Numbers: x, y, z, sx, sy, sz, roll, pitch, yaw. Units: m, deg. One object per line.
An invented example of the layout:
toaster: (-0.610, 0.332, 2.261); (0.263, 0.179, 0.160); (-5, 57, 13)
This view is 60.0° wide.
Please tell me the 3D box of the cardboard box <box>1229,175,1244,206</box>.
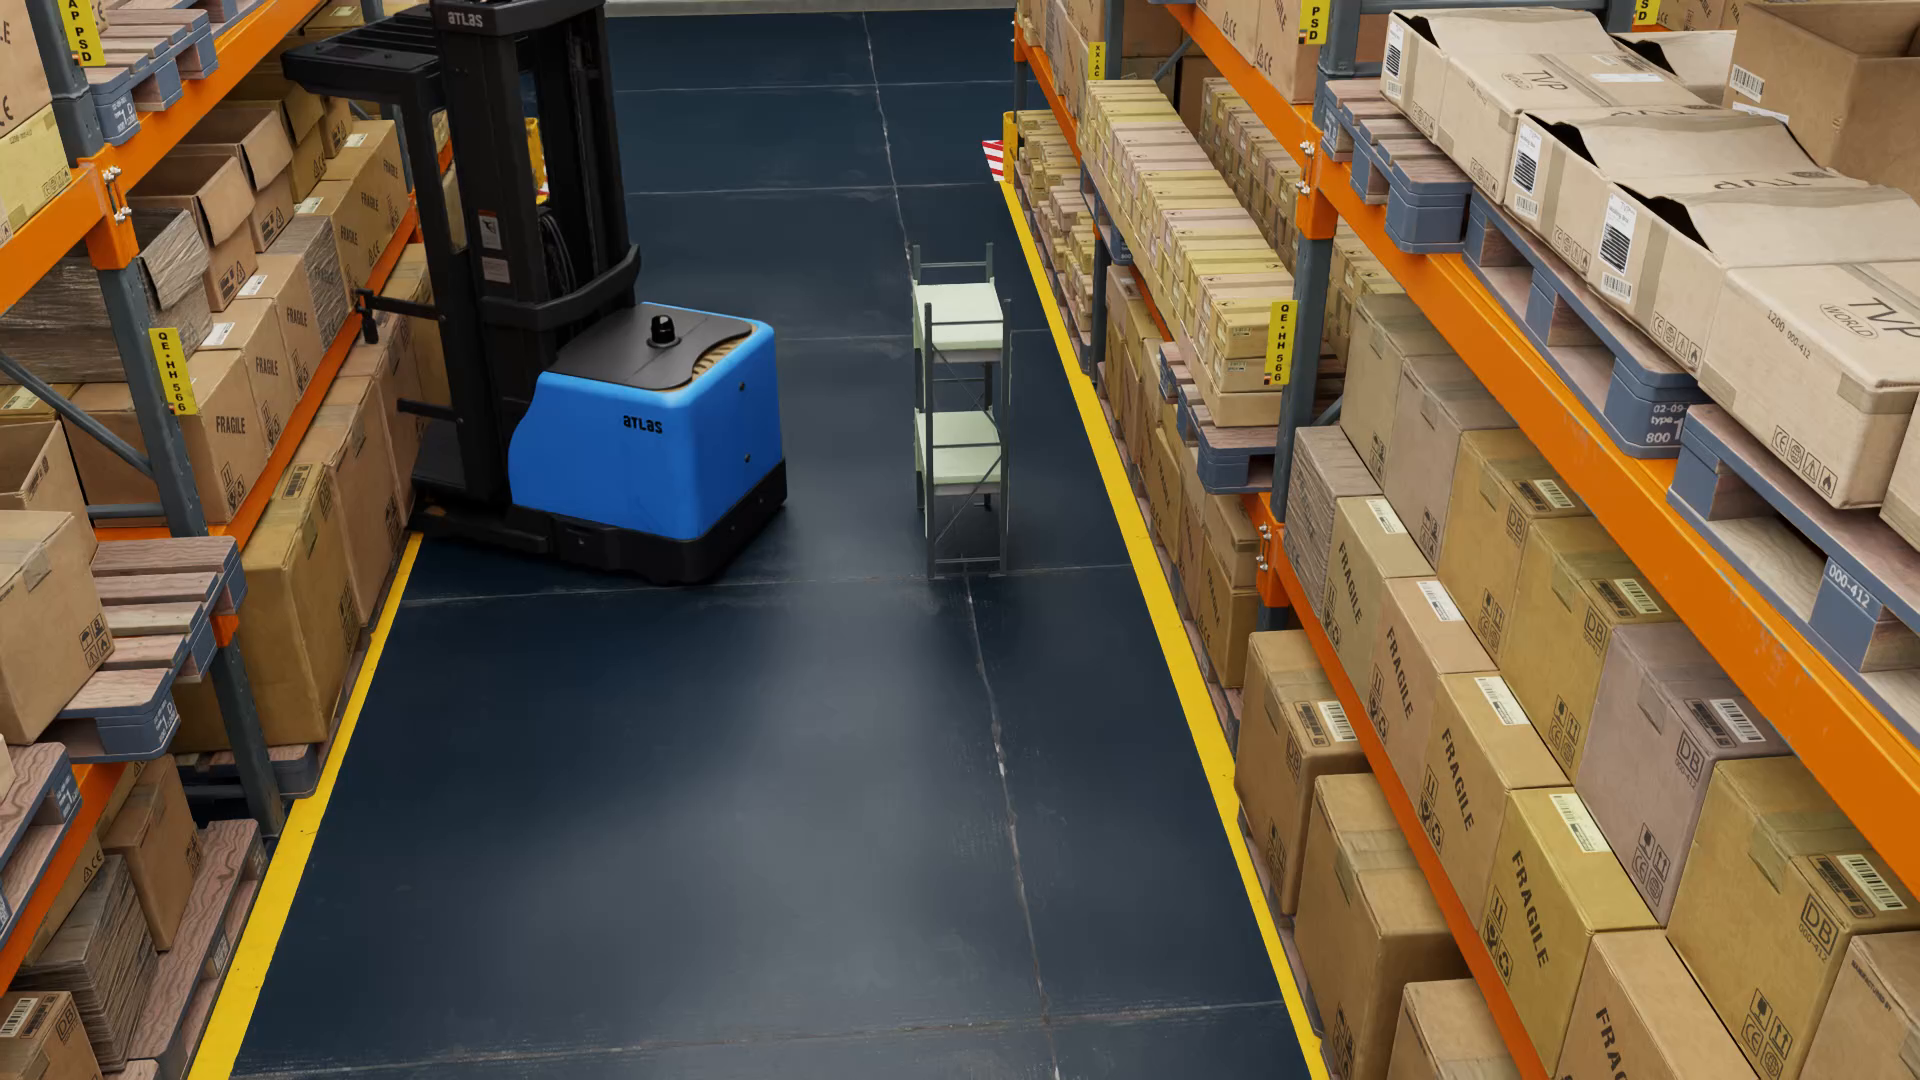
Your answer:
cardboard box: (1.619, -1.805, 8.683); (0.380, 0.149, 0.250); (-4, 31, -7)

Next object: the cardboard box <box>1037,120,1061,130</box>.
cardboard box: (0.798, -3.149, 12.888); (0.380, 0.149, 0.250); (-2, 31, -4)

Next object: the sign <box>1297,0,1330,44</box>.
sign: (1.149, -1.757, 5.337); (0.100, 0.325, 0.005); (-3, 31, -5)

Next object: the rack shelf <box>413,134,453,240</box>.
rack shelf: (-3.819, -2.840, 11.282); (1.077, 0.370, 4.000); (-3, 31, -5)

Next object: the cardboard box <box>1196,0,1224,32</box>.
cardboard box: (1.281, -2.392, 6.807); (0.500, 0.500, 0.500); (-3, 31, -5)

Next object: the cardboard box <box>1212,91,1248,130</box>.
cardboard box: (1.574, -2.309, 8.946); (0.380, 0.149, 0.250); (-4, 31, -6)

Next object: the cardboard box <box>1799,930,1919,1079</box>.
cardboard box: (2.011, 1.045, 3.003); (0.700, 0.500, 0.500); (-3, 31, -5)

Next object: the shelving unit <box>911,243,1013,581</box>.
shelving unit: (0.001, -0.640, 8.360); (0.431, 1.500, 0.755); (-3, 31, -5)

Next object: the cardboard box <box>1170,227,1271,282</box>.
cardboard box: (1.113, -1.226, 7.133); (0.380, 0.149, 0.250); (-2, 31, -3)

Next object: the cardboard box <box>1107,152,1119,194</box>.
cardboard box: (0.970, -1.894, 8.542); (0.380, 0.149, 0.250); (-4, 31, -7)

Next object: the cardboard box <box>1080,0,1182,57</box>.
cardboard box: (1.003, -3.141, 9.721); (0.500, 0.500, 0.500); (-4, 31, -6)

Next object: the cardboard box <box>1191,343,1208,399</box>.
cardboard box: (1.164, -0.701, 6.834); (0.380, 0.149, 0.250); (-3, 31, -5)

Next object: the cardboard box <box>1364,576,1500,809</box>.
cardboard box: (1.560, 0.444, 4.984); (0.500, 0.500, 0.500); (-3, 31, -5)

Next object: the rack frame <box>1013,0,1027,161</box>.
rack frame: (0.942, -4.356, 13.118); (1.000, 3.000, 0.127); (-3, 31, -5)

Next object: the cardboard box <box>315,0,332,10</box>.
cardboard box: (-3.984, -2.991, 9.958); (0.500, 0.500, 0.500); (-2, 31, -4)

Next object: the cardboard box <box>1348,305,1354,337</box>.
cardboard box: (1.817, -0.867, 6.822); (0.380, 0.149, 0.250); (-1, 31, -2)

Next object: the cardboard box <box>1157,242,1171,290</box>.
cardboard box: (1.092, -1.228, 7.426); (0.380, 0.149, 0.250); (-3, 31, -5)

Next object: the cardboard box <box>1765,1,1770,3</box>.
cardboard box: (5.822, -3.389, 11.401); (0.500, 0.500, 0.500); (-3, 31, -5)

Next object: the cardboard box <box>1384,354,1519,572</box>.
cardboard box: (1.770, -0.256, 5.181); (0.700, 0.500, 0.500); (-3, 31, -5)

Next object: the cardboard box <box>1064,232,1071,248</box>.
cardboard box: (0.921, -2.079, 11.386); (0.380, 0.149, 0.250); (-2, 31, -3)

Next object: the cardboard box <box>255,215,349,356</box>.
cardboard box: (-3.179, -1.170, 7.686); (0.500, 0.500, 0.500); (-3, 31, -4)

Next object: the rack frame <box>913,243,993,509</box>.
rack frame: (-0.034, -0.827, 8.673); (0.400, 1.500, 0.023); (-3, 31, -5)

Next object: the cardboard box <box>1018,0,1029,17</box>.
cardboard box: (0.709, -4.285, 12.610); (0.500, 0.500, 0.500); (-1, 31, -2)

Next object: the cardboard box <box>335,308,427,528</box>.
cardboard box: (-3.468, -0.614, 8.516); (1.225, 0.875, 0.875); (-4, 31, -6)

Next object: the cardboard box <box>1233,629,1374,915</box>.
cardboard box: (1.657, 0.829, 6.222); (1.050, 0.750, 0.750); (-3, 31, -5)

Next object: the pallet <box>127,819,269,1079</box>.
pallet: (-3.187, 1.510, 6.016); (1.003, 0.211, 1.213); (-3, 31, -5)

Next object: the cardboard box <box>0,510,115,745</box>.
cardboard box: (-3.016, 0.245, 4.908); (0.700, 0.500, 0.500); (2, 31, 3)

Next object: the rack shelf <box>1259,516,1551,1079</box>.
rack shelf: (1.876, 1.058, 4.755); (1.077, 0.370, 4.000); (-3, 31, -5)

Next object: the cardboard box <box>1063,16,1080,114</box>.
cardboard box: (0.942, -2.983, 10.432); (0.500, 0.500, 0.500); (-4, 31, -6)

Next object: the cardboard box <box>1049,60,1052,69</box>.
cardboard box: (0.839, -3.407, 11.773); (0.380, 0.149, 0.250); (-3, 31, -6)

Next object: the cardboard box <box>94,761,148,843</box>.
cardboard box: (-3.166, 0.817, 5.734); (0.500, 0.250, 0.500); (-2, 31, -3)

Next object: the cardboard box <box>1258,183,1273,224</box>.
cardboard box: (1.676, -1.648, 8.129); (0.380, 0.149, 0.250); (-3, 31, -4)

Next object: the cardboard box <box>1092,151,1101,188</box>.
cardboard box: (0.926, -2.022, 9.046); (0.380, 0.149, 0.250); (-2, 31, -4)

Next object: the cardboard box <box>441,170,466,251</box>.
cardboard box: (-3.614, -1.737, 10.395); (0.875, 0.875, 0.875); (-3, 31, -5)

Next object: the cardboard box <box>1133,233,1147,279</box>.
cardboard box: (1.042, -1.368, 7.951); (0.380, 0.149, 0.250); (-4, 31, -7)

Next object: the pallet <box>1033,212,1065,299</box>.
pallet: (1.101, -2.082, 12.031); (1.003, 0.211, 1.213); (-3, 31, -5)

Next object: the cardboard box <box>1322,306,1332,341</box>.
cardboard box: (1.771, -0.995, 7.326); (0.380, 0.149, 0.250); (-1, 31, -2)

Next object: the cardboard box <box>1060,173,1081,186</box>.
cardboard box: (0.914, -2.490, 11.783); (0.380, 0.149, 0.250); (-3, 31, -4)

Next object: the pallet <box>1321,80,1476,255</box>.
pallet: (1.803, -1.152, 5.013); (1.213, 0.211, 1.003); (-1, 31, -2)

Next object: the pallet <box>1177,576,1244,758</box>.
pallet: (1.618, 0.526, 7.663); (1.003, 0.211, 1.213); (-3, 31, -5)

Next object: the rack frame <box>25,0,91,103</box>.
rack frame: (-3.258, -2.661, 4.430); (1.000, 3.000, 0.127); (-3, 31, -5)

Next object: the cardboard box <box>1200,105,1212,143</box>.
cardboard box: (1.550, -2.321, 9.255); (0.380, 0.149, 0.250); (-2, 31, -3)

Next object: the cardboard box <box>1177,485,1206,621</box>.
cardboard box: (1.323, 0.032, 7.799); (0.500, 0.500, 0.500); (-2, 31, -3)

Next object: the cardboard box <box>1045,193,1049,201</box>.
cardboard box: (0.842, -2.512, 12.401); (0.380, 0.149, 0.250); (-3, 31, -4)

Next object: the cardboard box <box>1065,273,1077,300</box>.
cardboard box: (0.910, -1.723, 11.080); (0.380, 0.149, 0.250); (-4, 31, -6)

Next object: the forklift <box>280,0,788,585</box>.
forklift: (-2.503, -1.505, 8.412); (3.031, 2.935, 1.130); (12, 33, 19)

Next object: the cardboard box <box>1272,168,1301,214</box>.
cardboard box: (1.695, -1.643, 7.832); (0.380, 0.149, 0.250); (-3, 31, -5)

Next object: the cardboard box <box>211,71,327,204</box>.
cardboard box: (-3.511, -1.925, 7.972); (0.797, 0.503, 0.637); (-2, 31, -4)

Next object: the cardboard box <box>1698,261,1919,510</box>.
cardboard box: (1.729, -0.296, 3.035); (0.500, 0.250, 0.500); (-3, 31, -5)

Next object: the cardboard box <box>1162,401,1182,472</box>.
cardboard box: (1.275, -0.555, 8.051); (0.500, 0.250, 0.500); (-2, 31, -3)

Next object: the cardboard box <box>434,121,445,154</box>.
cardboard box: (-3.378, -2.456, 10.181); (0.380, 0.149, 0.250); (-2, 31, -3)

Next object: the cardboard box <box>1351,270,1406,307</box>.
cardboard box: (1.812, -0.982, 6.724); (0.380, 0.149, 0.250); (-4, 31, -6)

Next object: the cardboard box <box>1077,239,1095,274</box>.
cardboard box: (0.960, -1.824, 10.668); (0.380, 0.149, 0.250); (-2, 31, -4)

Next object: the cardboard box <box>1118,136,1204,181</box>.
cardboard box: (0.994, -1.888, 8.240); (0.380, 0.149, 0.250); (-3, 31, -5)

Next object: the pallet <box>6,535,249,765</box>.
pallet: (-3.085, 0.355, 5.417); (1.213, 0.211, 1.003); (-3, 31, -5)
